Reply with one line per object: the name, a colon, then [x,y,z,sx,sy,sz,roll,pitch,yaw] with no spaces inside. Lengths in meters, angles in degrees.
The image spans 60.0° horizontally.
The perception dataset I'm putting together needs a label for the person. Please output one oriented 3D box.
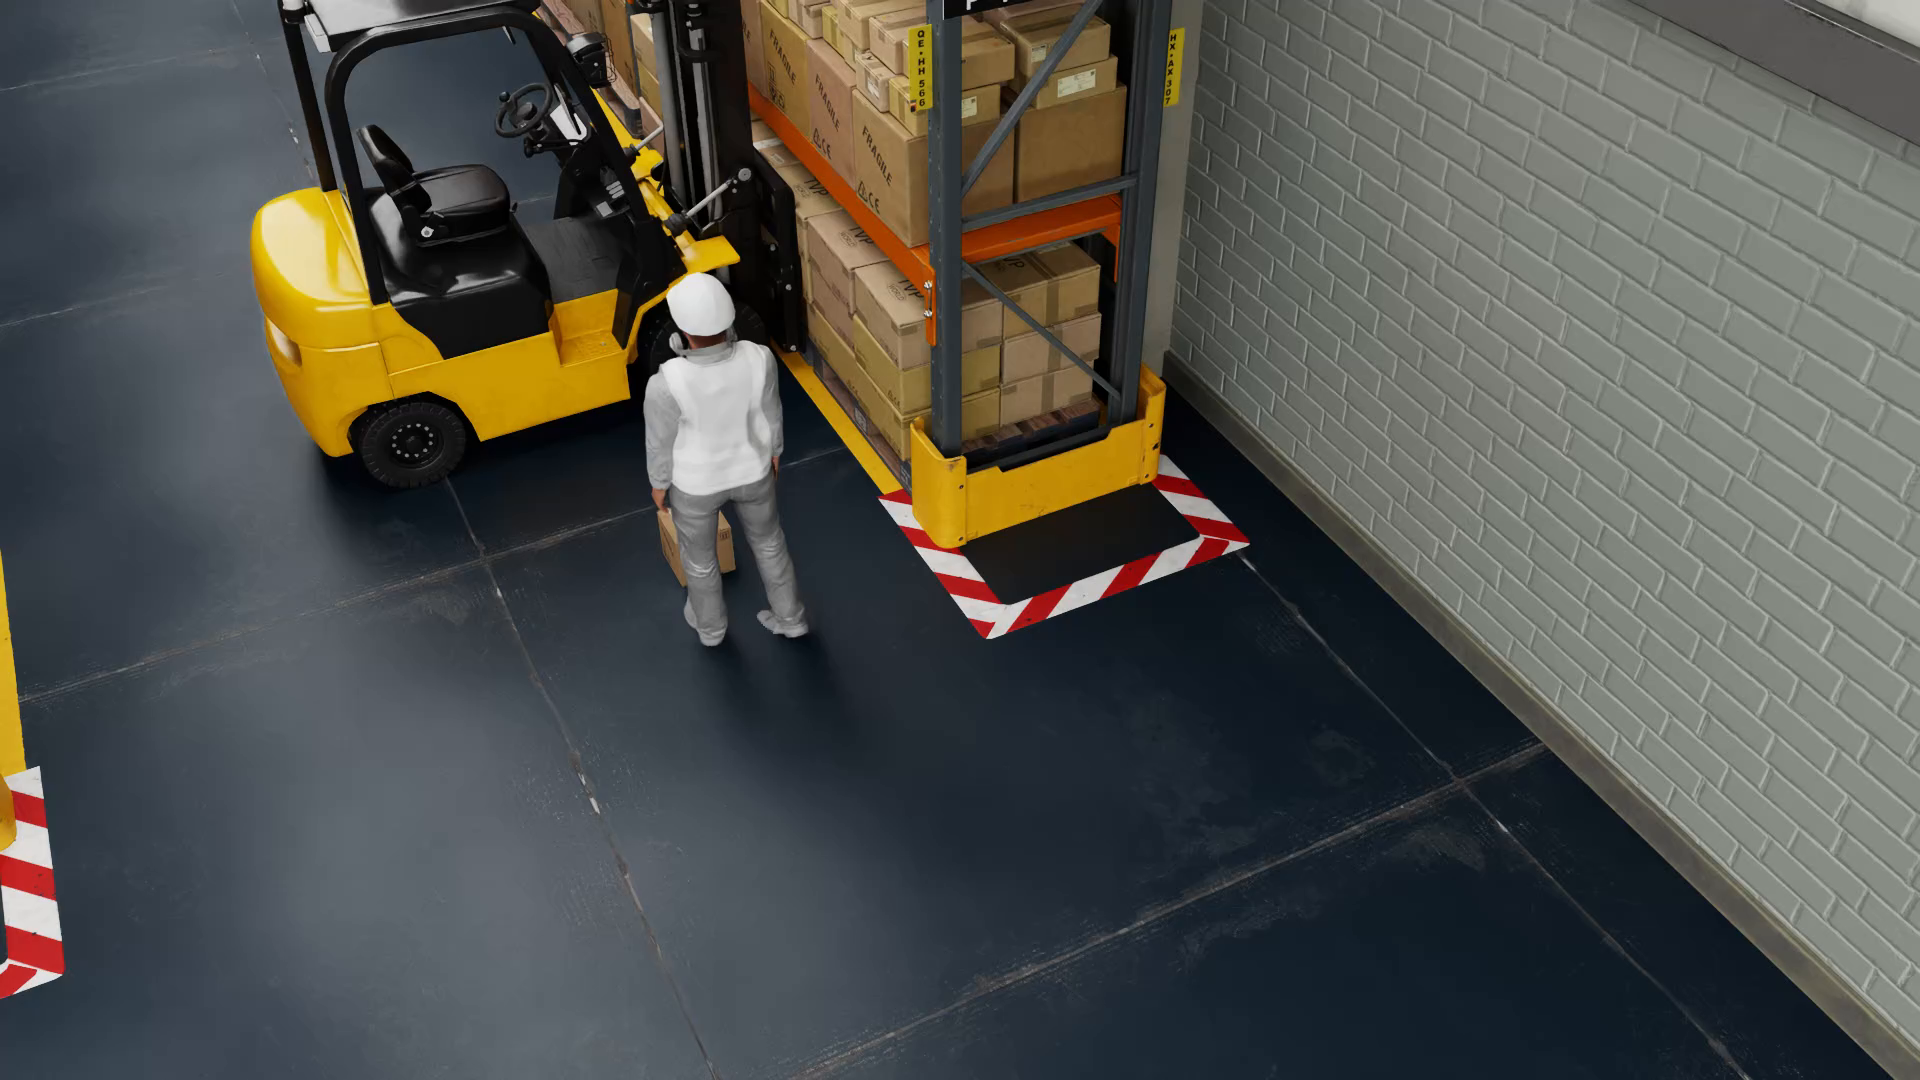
person: [-0.983,-0.245,6.524,0.578,1.647,0.581,-18,44,-20]
